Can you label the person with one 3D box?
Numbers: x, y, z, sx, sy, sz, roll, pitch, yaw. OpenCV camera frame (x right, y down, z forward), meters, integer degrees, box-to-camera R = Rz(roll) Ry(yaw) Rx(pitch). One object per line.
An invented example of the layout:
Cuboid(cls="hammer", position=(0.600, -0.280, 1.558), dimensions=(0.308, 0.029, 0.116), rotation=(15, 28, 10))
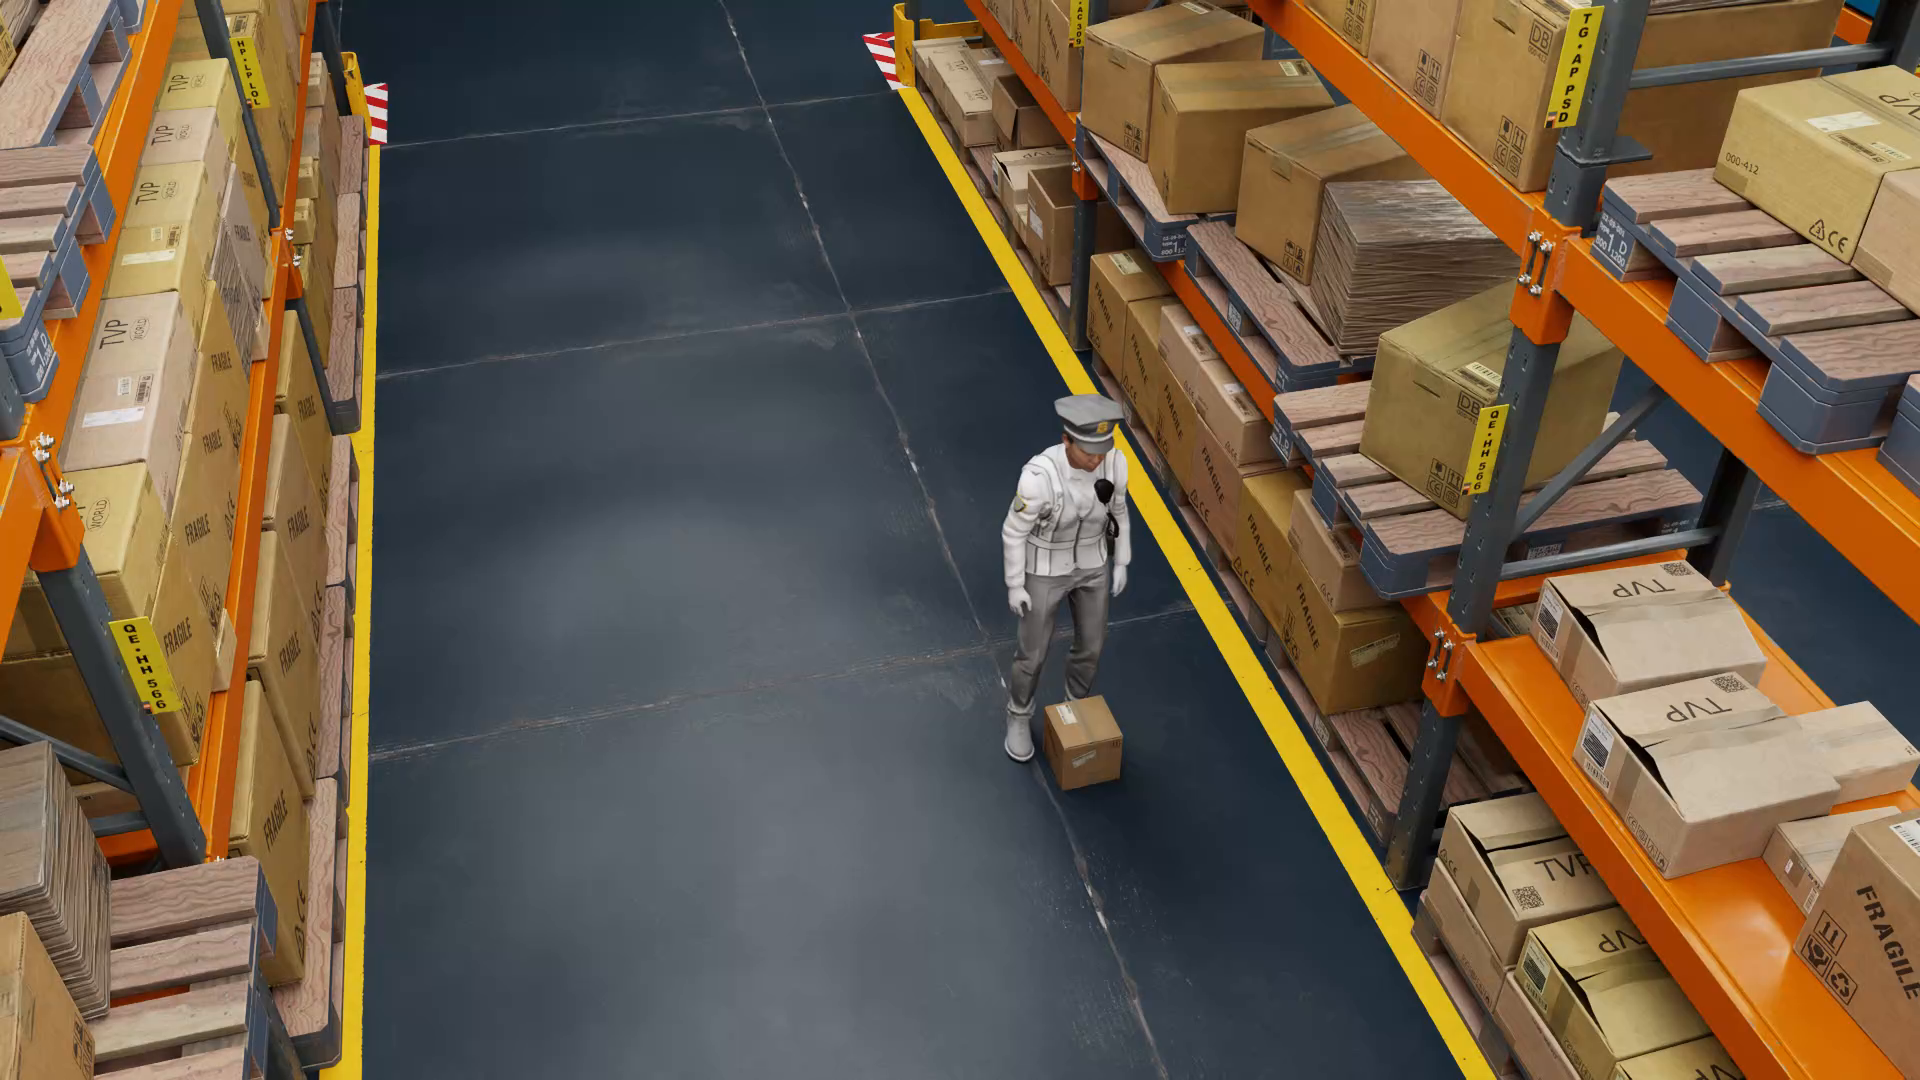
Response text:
Cuboid(cls="person", position=(0.422, 0.133, 6.544), dimensions=(0.541, 1.661, 0.374), rotation=(-12, 40, -14))
